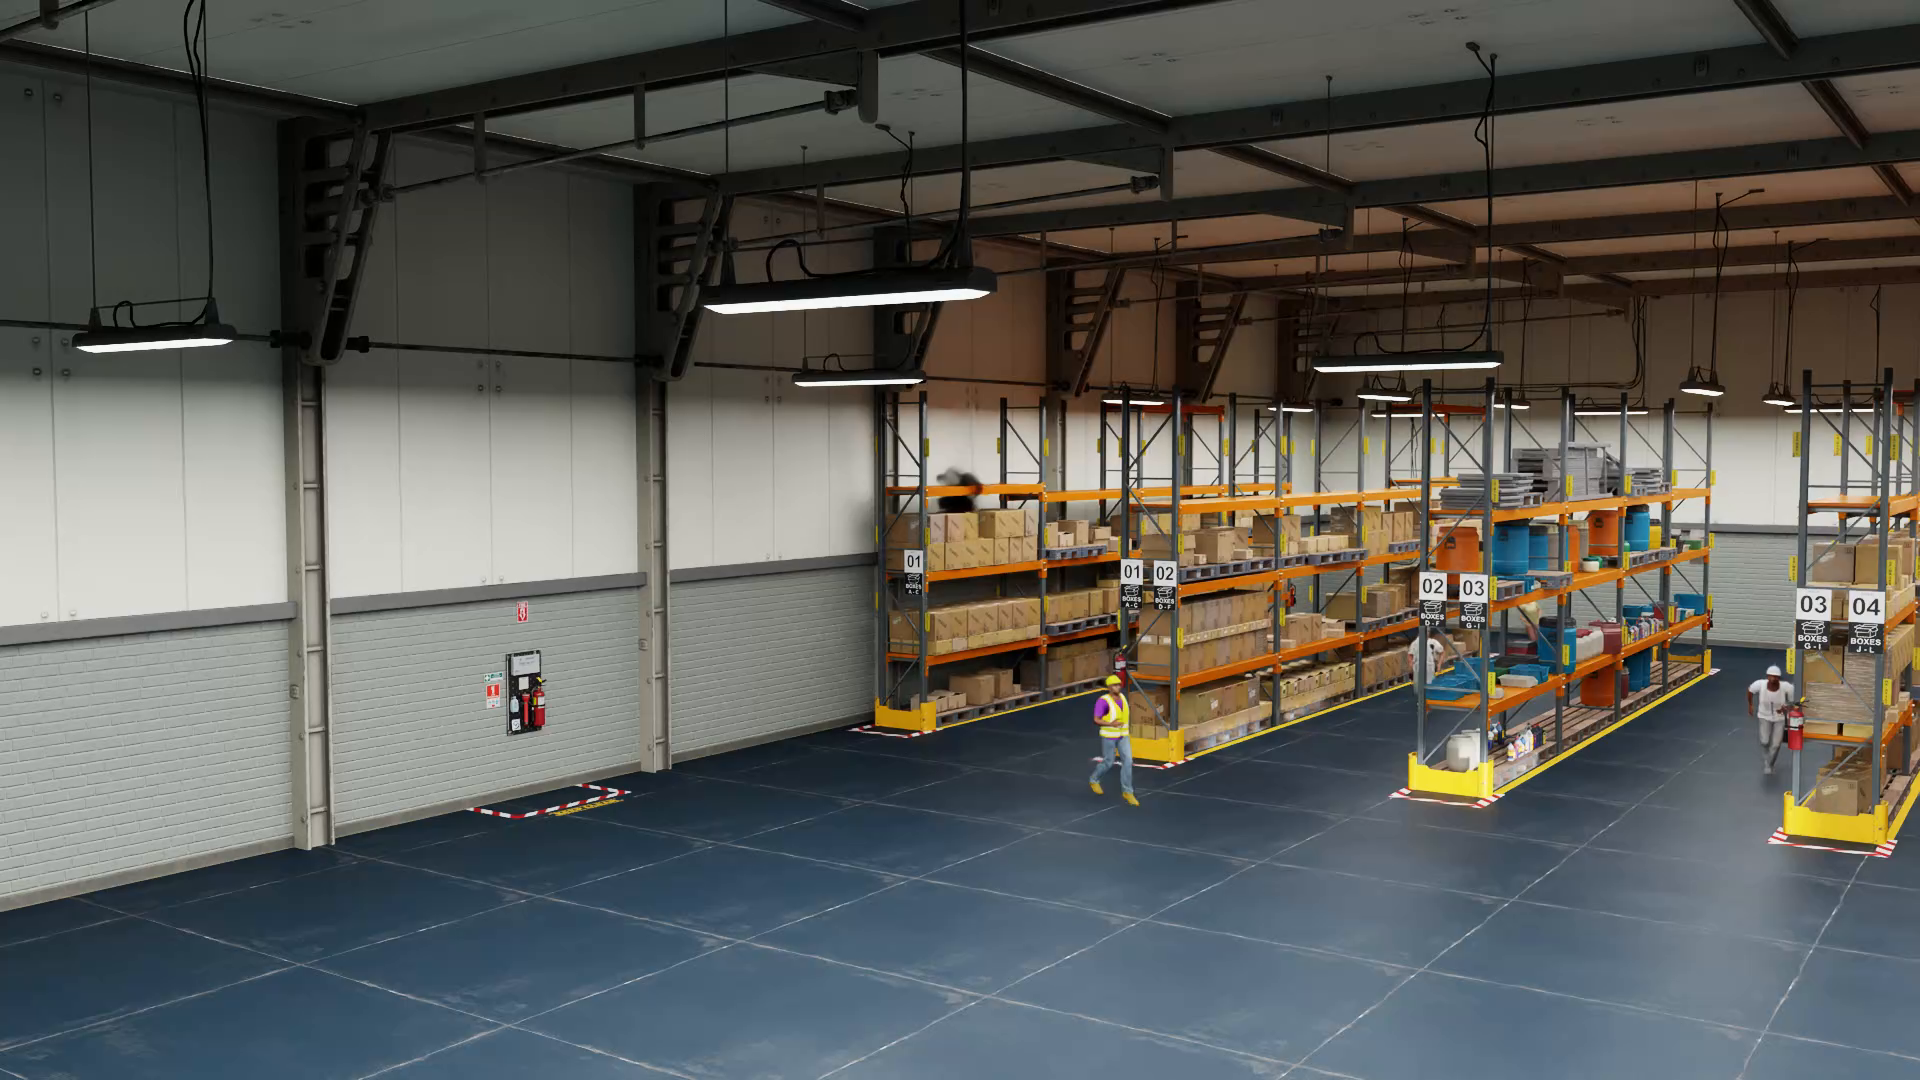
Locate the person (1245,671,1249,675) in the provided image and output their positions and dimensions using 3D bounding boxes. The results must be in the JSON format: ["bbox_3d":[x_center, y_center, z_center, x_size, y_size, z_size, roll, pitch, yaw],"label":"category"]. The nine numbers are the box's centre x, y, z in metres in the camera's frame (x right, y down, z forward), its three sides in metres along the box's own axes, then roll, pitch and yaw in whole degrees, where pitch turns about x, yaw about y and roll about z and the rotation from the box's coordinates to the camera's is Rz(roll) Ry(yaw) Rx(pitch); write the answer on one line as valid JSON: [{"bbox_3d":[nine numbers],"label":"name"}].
[{"bbox_3d":[5.953,2.280,34.696,0.514,1.631,0.653,2,4,30],"label":"person"}]

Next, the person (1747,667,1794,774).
[{"bbox_3d":[12.424,2.758,25.458,0.688,1.681,0.725,1,3,25],"label":"person"}]

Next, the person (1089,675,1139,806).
[{"bbox_3d":[2.173,2.807,23.557,0.704,1.798,0.921,-2,4,-33],"label":"person"}]

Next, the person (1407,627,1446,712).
[{"bbox_3d":[8.618,2.424,30.797,0.678,1.748,0.917,1,3,24],"label":"person"}]

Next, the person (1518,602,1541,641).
[{"bbox_3d":[13.449,2.024,39.101,0.625,1.609,0.493,0,3,3],"label":"person"}]
